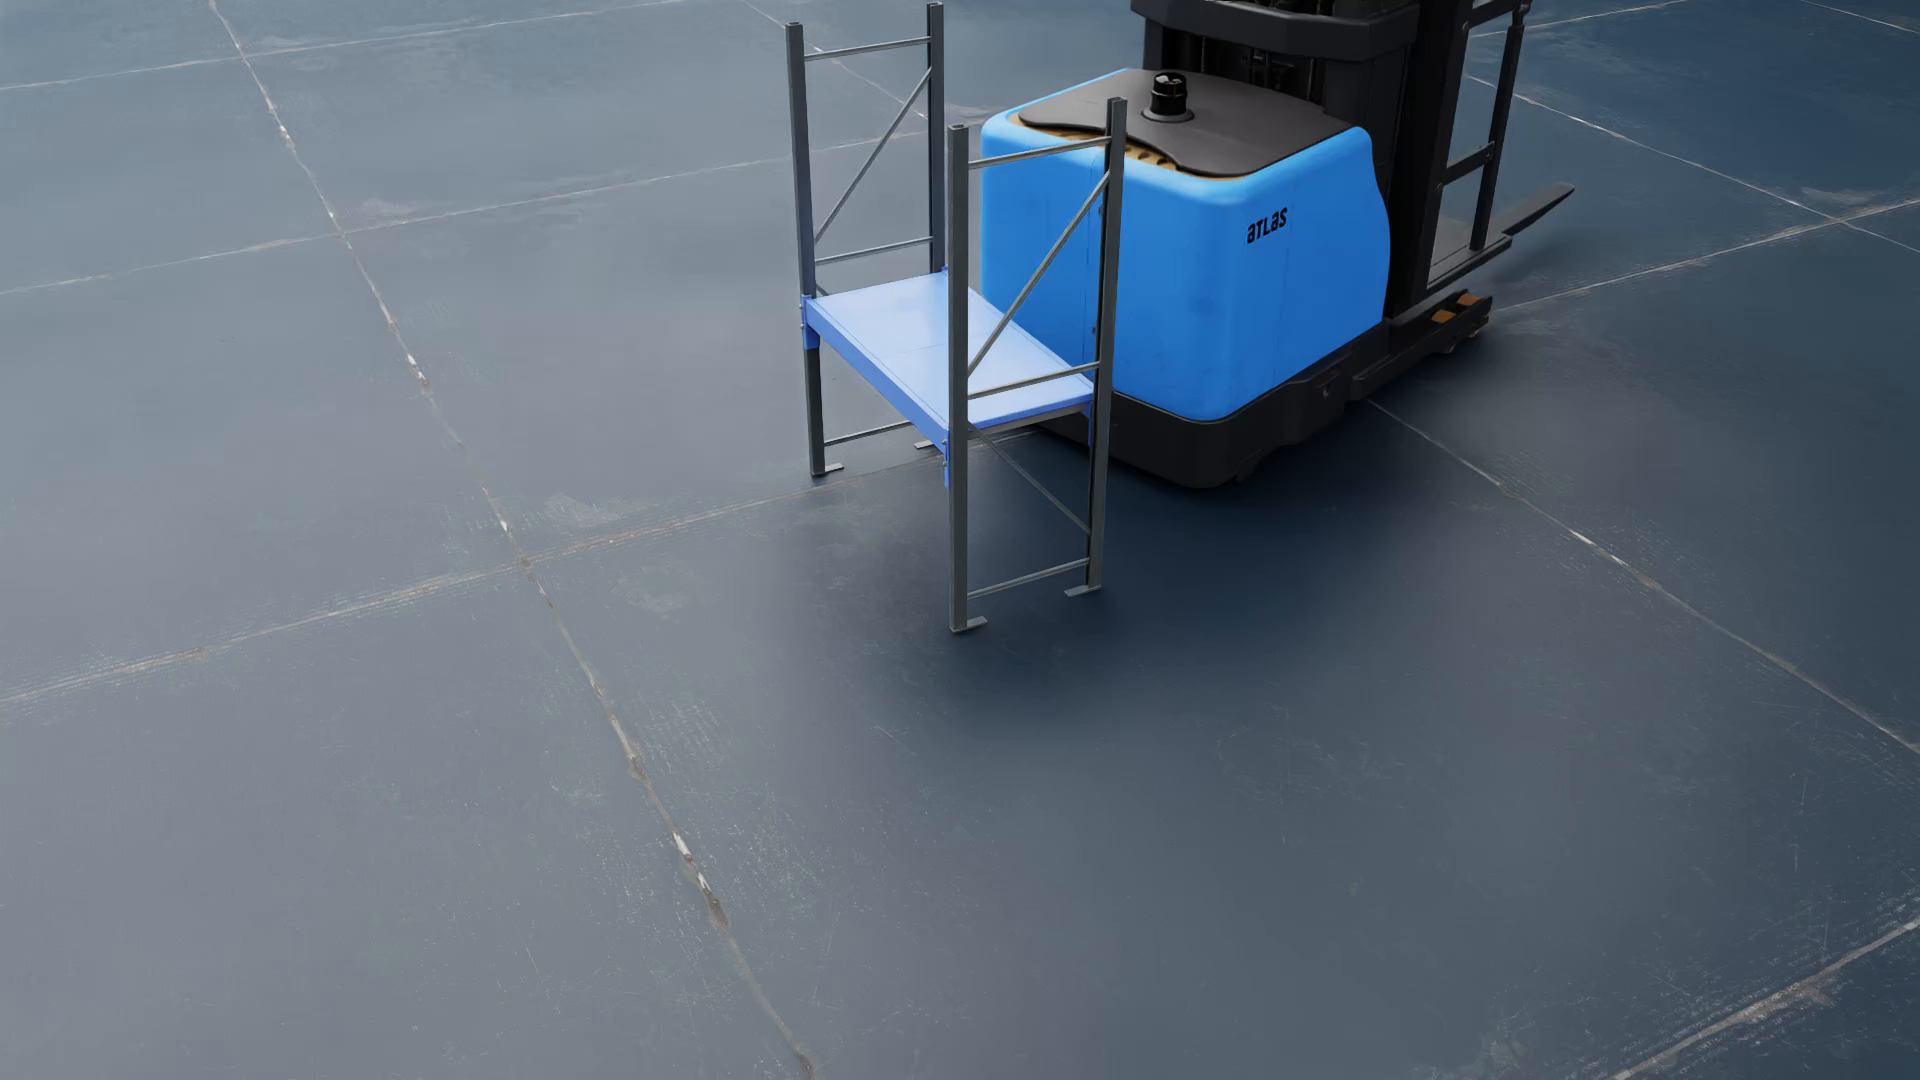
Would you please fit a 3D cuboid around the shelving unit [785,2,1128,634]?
[{"bbox_3d":[-0.040,-0.672,4.909,0.538,1.500,1.048,-16,36,-23],"label":"shelving unit"}]

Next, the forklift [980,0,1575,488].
[{"bbox_3d":[1.417,-2.110,5.827,1.130,2.935,3.031,26,41,35],"label":"forklift"}]

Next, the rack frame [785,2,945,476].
[{"bbox_3d":[-0.277,-0.915,5.288,0.500,1.500,0.032,-16,36,-23],"label":"rack frame"}]

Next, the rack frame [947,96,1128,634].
[{"bbox_3d":[0.197,-0.430,4.530,0.500,1.500,0.032,-16,36,-23],"label":"rack frame"}]

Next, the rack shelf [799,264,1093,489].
[{"bbox_3d":[-0.040,-0.521,5.006,0.538,0.185,1.000,-16,36,-23],"label":"rack shelf"}]
